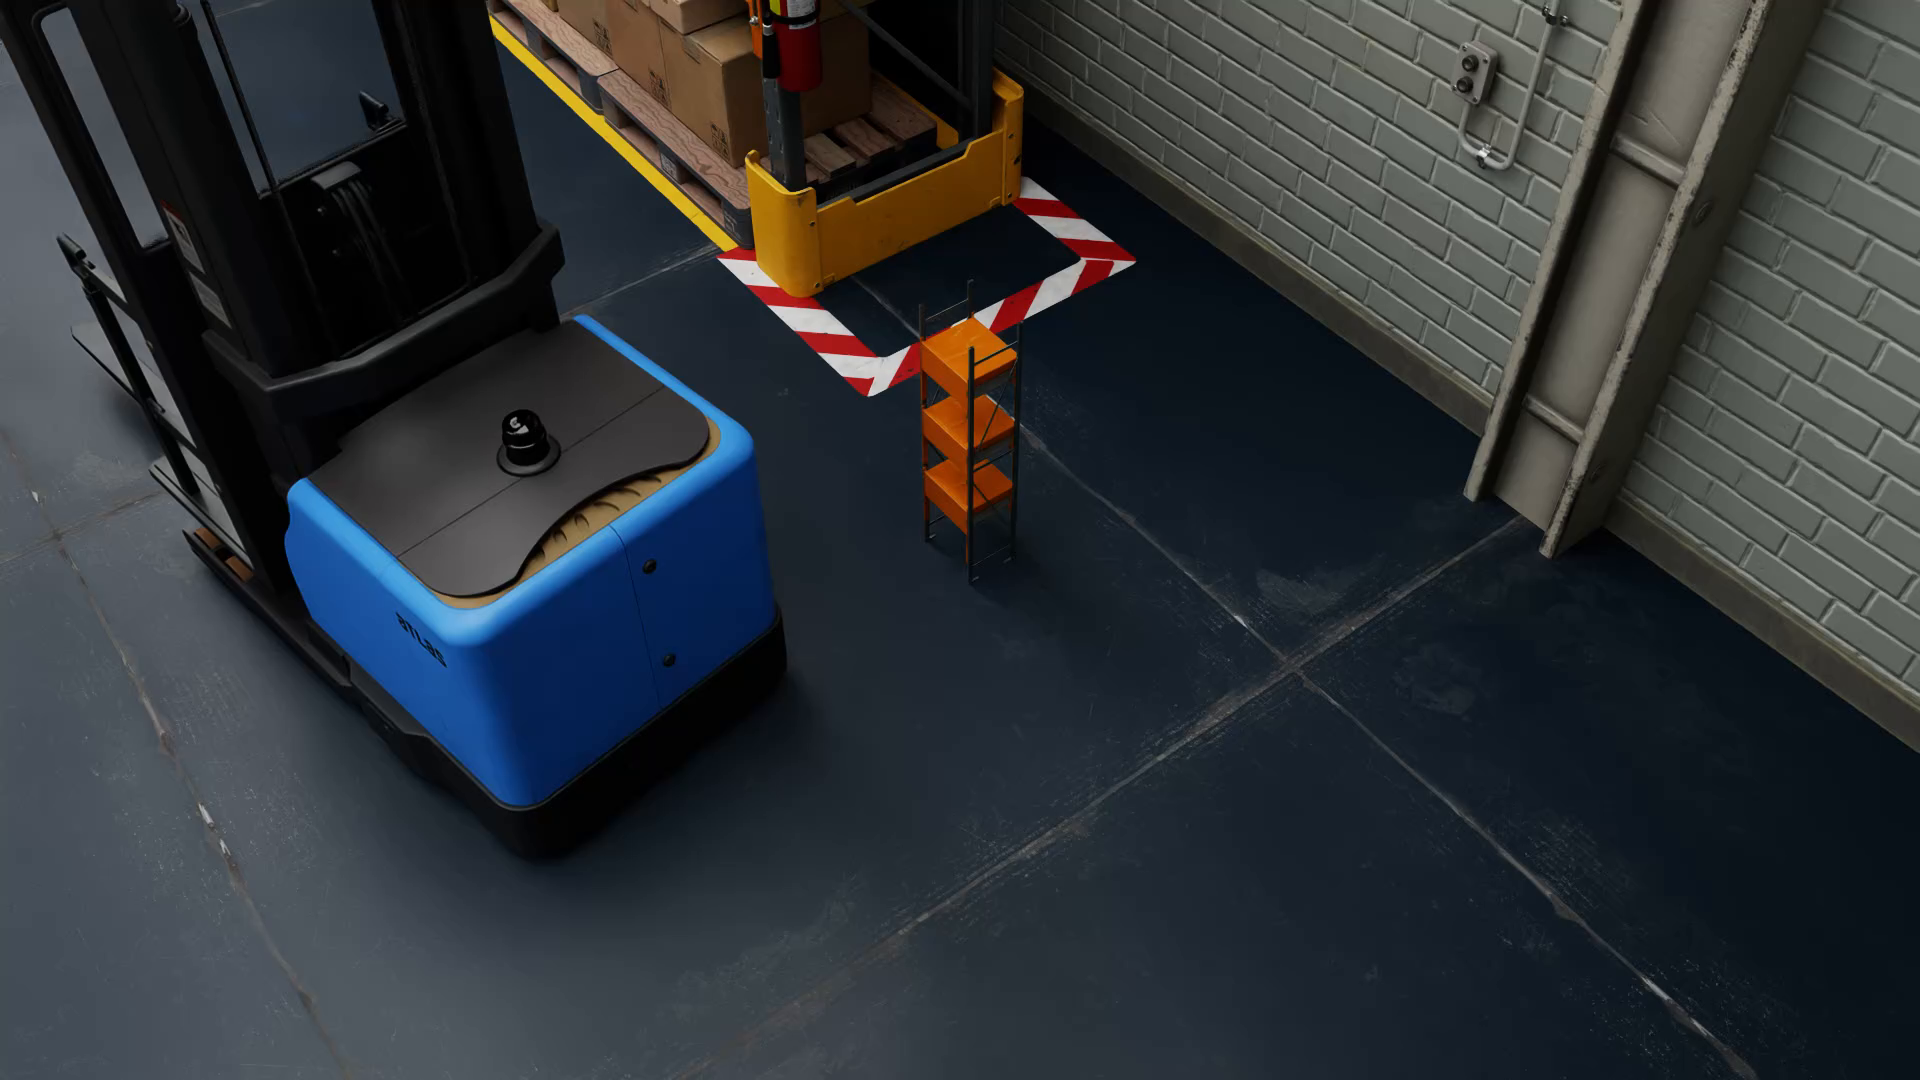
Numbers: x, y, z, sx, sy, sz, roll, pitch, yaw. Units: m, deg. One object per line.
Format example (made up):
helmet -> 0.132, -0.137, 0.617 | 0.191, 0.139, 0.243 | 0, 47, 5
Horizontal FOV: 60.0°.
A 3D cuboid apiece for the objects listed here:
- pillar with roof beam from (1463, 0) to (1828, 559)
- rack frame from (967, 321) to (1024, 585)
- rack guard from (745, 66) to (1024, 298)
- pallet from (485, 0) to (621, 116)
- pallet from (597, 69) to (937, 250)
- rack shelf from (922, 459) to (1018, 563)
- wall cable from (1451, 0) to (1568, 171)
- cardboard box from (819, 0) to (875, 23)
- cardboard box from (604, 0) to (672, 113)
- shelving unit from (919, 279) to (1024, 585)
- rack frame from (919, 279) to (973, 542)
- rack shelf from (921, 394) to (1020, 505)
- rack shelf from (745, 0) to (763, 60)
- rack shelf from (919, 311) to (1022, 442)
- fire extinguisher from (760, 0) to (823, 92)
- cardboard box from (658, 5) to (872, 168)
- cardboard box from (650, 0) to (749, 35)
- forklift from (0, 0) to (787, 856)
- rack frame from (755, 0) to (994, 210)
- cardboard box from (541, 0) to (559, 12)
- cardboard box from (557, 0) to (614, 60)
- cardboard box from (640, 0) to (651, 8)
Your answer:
pillar with roof beam -> -1.403, -1.208, 0.771 | 9.100, 9.000, 0.400 | -29, 54, -24
rack frame -> 0.106, -0.249, 5.267 | 0.200, 1.050, 0.008 | -29, 54, -24
rack guard -> -0.285, -1.475, 6.750 | 1.175, 0.500, 0.348 | -29, 54, -24
pallet -> -1.581, -2.547, 7.917 | 1.003, 0.211, 1.213 | -29, 54, -24
pallet -> -0.846, -1.828, 7.265 | 1.003, 0.211, 1.213 | -29, 54, -24
rack shelf -> 0.032, -0.127, 5.546 | 0.215, 0.259, 0.240 | -29, 54, -24
wall cable -> 1.228, -2.339, 5.160 | 0.084, 1.984, 1.851 | -29, 54, -24
cardboard box -> -0.568, -2.232, 6.714 | 0.380, 0.149, 0.250 | -29, 54, -24
cardboard box -> -1.106, -2.293, 7.208 | 0.700, 0.500, 0.500 | -30, 54, -24
shelving unit -> 0.032, -0.321, 5.332 | 0.215, 1.050, 0.252 | -29, 54, -24
rack frame -> -0.041, -0.393, 5.398 | 0.200, 1.050, 0.008 | -29, 54, -24
rack shelf -> 0.032, -0.314, 5.340 | 0.215, 0.259, 0.240 | -29, 54, -24
rack shelf -> -1.511, -3.266, 7.172 | 1.077, 0.370, 4.000 | -29, 54, -24
rack shelf -> 0.032, -0.505, 5.130 | 0.215, 0.259, 0.240 | -29, 54, -24
fire extinguisher -> -0.576, -1.881, 5.735 | 0.296, 0.674, 0.183 | -29, 54, -24
cardboard box -> -0.803, -1.998, 6.940 | 0.700, 0.500, 0.500 | -29, 54, -24
cardboard box -> -1.026, -2.210, 6.694 | 0.380, 0.149, 0.250 | -30, 54, -24
forklift -> -1.969, -1.038, 4.713 | 3.031, 2.935, 1.130 | 35, 57, 27
rack frame -> -0.300, -2.328, 5.836 | 1.000, 3.000, 0.127 | -29, 54, -24
cardboard box -> -1.740, -2.900, 7.758 | 0.700, 0.500, 0.500 | -28, 54, -23
cardboard box -> -1.411, -2.589, 7.476 | 0.700, 0.500, 0.500 | -31, 55, -25
cardboard box -> -1.181, -2.360, 6.831 | 0.380, 0.149, 0.250 | -28, 54, -23
